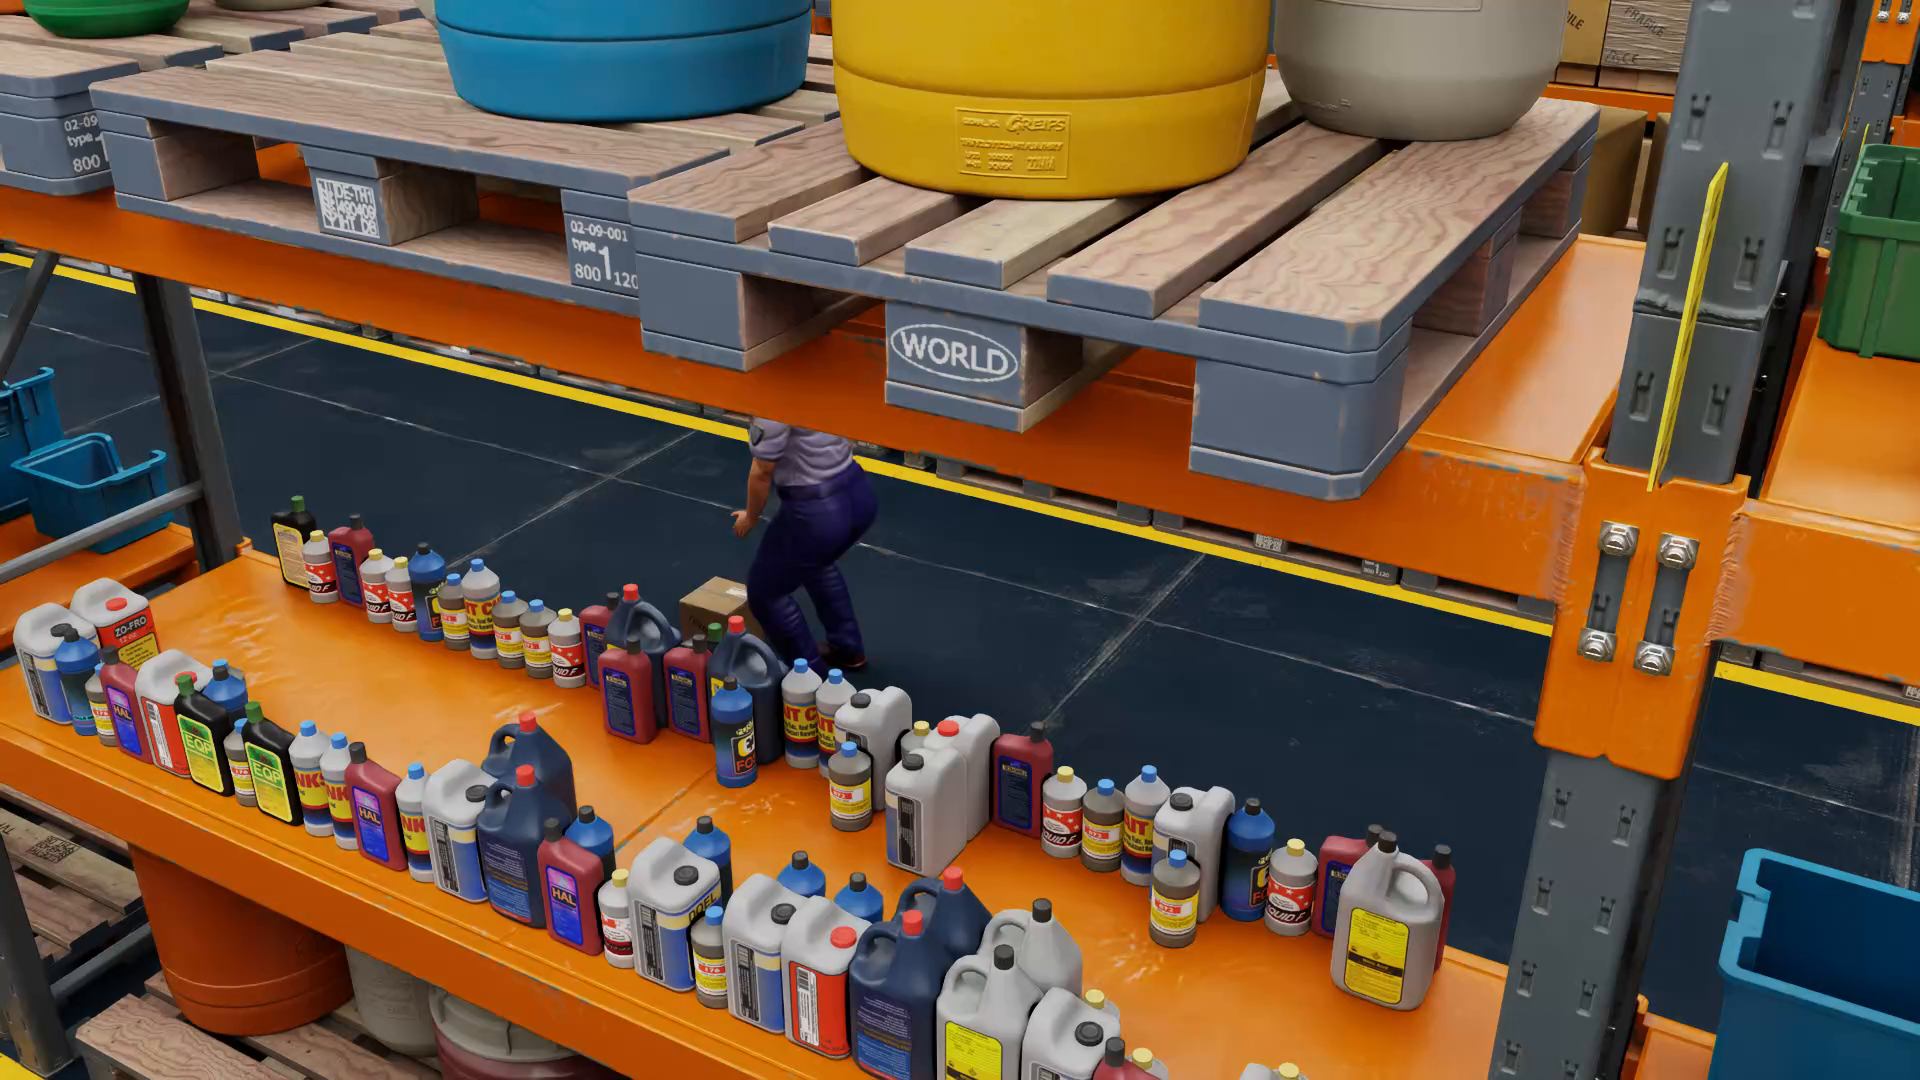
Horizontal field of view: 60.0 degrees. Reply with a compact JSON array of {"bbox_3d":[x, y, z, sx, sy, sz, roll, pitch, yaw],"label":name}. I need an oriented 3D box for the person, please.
[{"bbox_3d":[-0.608,-0.114,6.487,0.485,1.546,0.515,15,30,27],"label":"person"}]
